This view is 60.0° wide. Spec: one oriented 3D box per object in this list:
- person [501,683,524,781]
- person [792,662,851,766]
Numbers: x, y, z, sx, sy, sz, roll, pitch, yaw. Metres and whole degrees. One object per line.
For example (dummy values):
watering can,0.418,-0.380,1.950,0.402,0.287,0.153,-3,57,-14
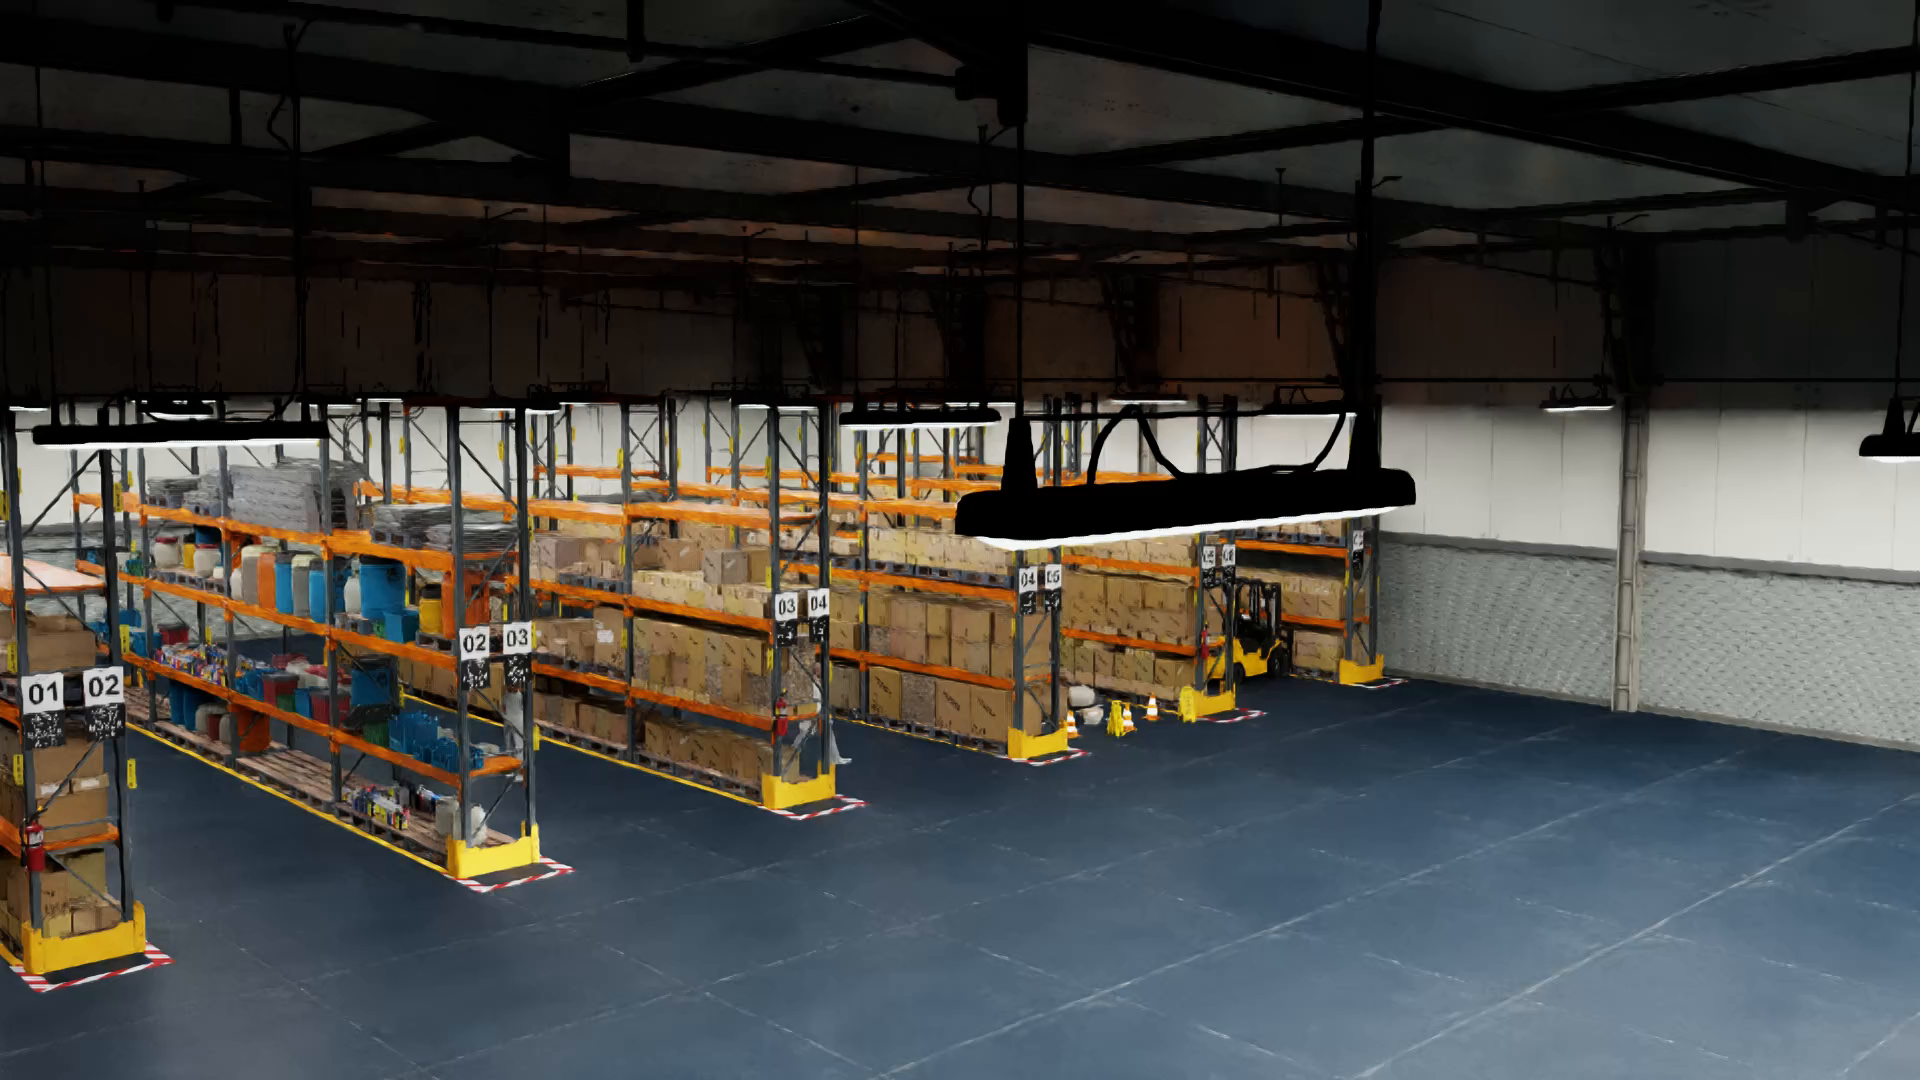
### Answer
person,-7.016,2.943,26.309,0.496,1.675,0.441,2,6,18
person,-2.345,2.953,27.049,1.012,1.537,0.620,2,6,21
